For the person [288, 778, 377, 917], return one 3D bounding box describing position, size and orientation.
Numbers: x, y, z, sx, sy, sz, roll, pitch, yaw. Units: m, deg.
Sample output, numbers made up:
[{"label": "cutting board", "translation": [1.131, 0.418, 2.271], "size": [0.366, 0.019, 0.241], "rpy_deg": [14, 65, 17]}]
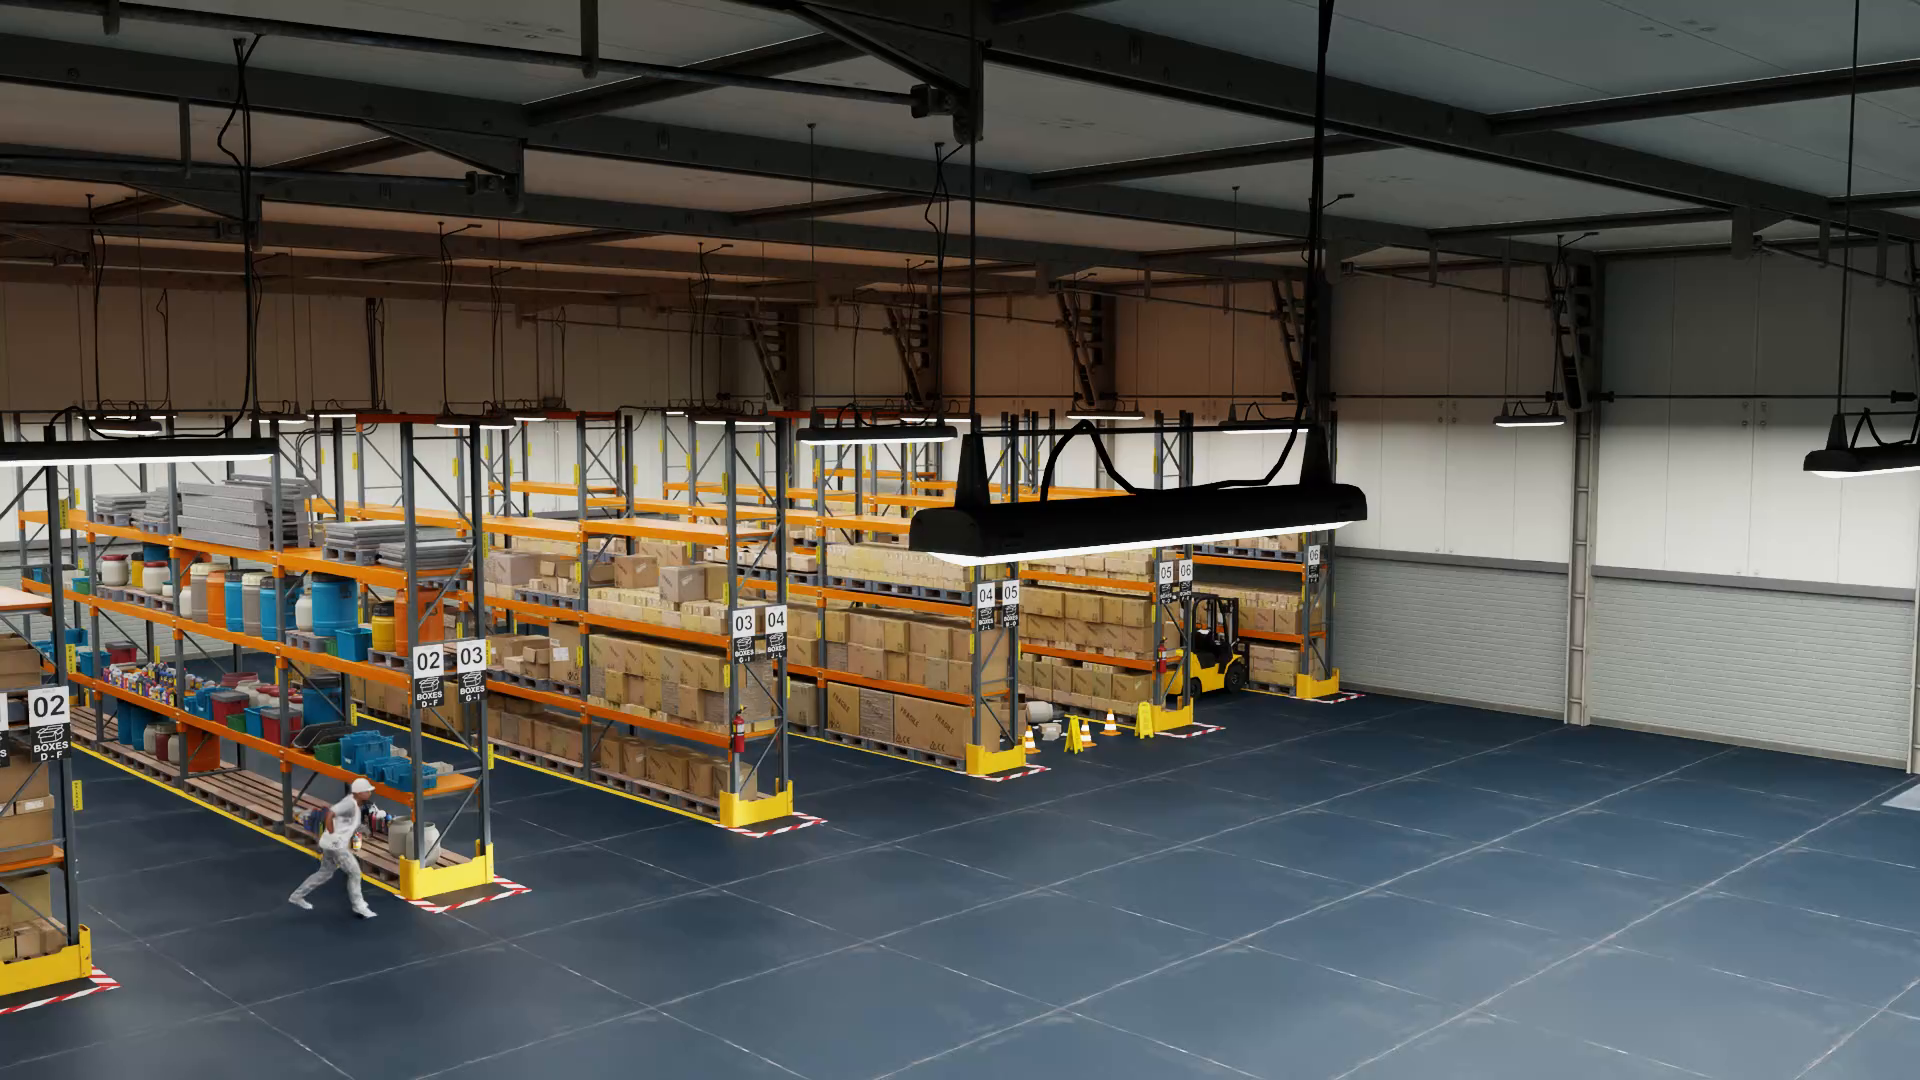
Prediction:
[{"label": "person", "translation": [-7.610, 3.758, 20.127], "size": [1.049, 1.735, 0.731], "rpy_deg": [-1, 5, -7]}]
